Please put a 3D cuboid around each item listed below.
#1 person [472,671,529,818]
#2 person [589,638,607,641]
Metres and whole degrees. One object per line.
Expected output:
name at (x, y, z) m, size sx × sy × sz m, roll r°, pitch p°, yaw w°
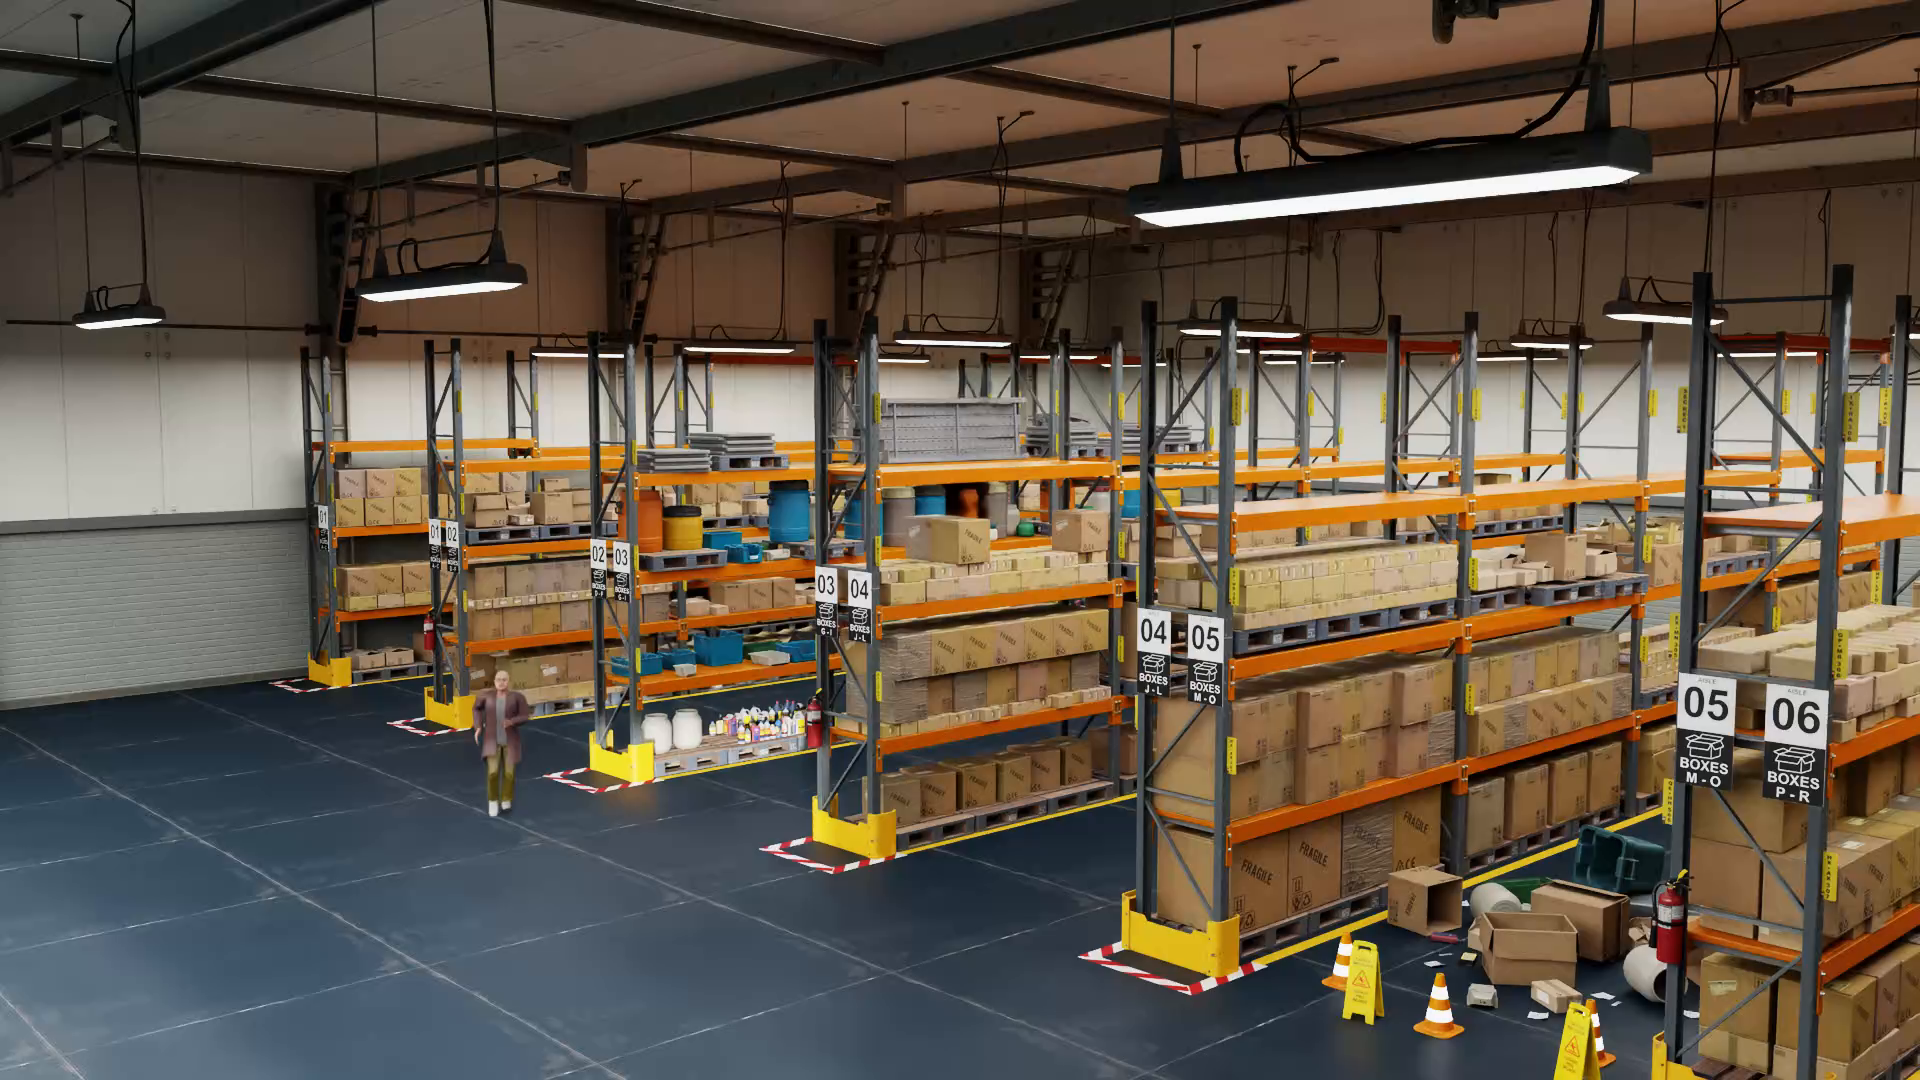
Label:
person at (-5.612, 2.496, 20.350) m, size 0.674 × 1.793 × 0.768 m, roll -1°, pitch 5°, yaw -16°
person at (-6.387, 1.741, 29.633) m, size 0.480 × 1.700 × 0.818 m, roll 4°, pitch 6°, yaw 36°
